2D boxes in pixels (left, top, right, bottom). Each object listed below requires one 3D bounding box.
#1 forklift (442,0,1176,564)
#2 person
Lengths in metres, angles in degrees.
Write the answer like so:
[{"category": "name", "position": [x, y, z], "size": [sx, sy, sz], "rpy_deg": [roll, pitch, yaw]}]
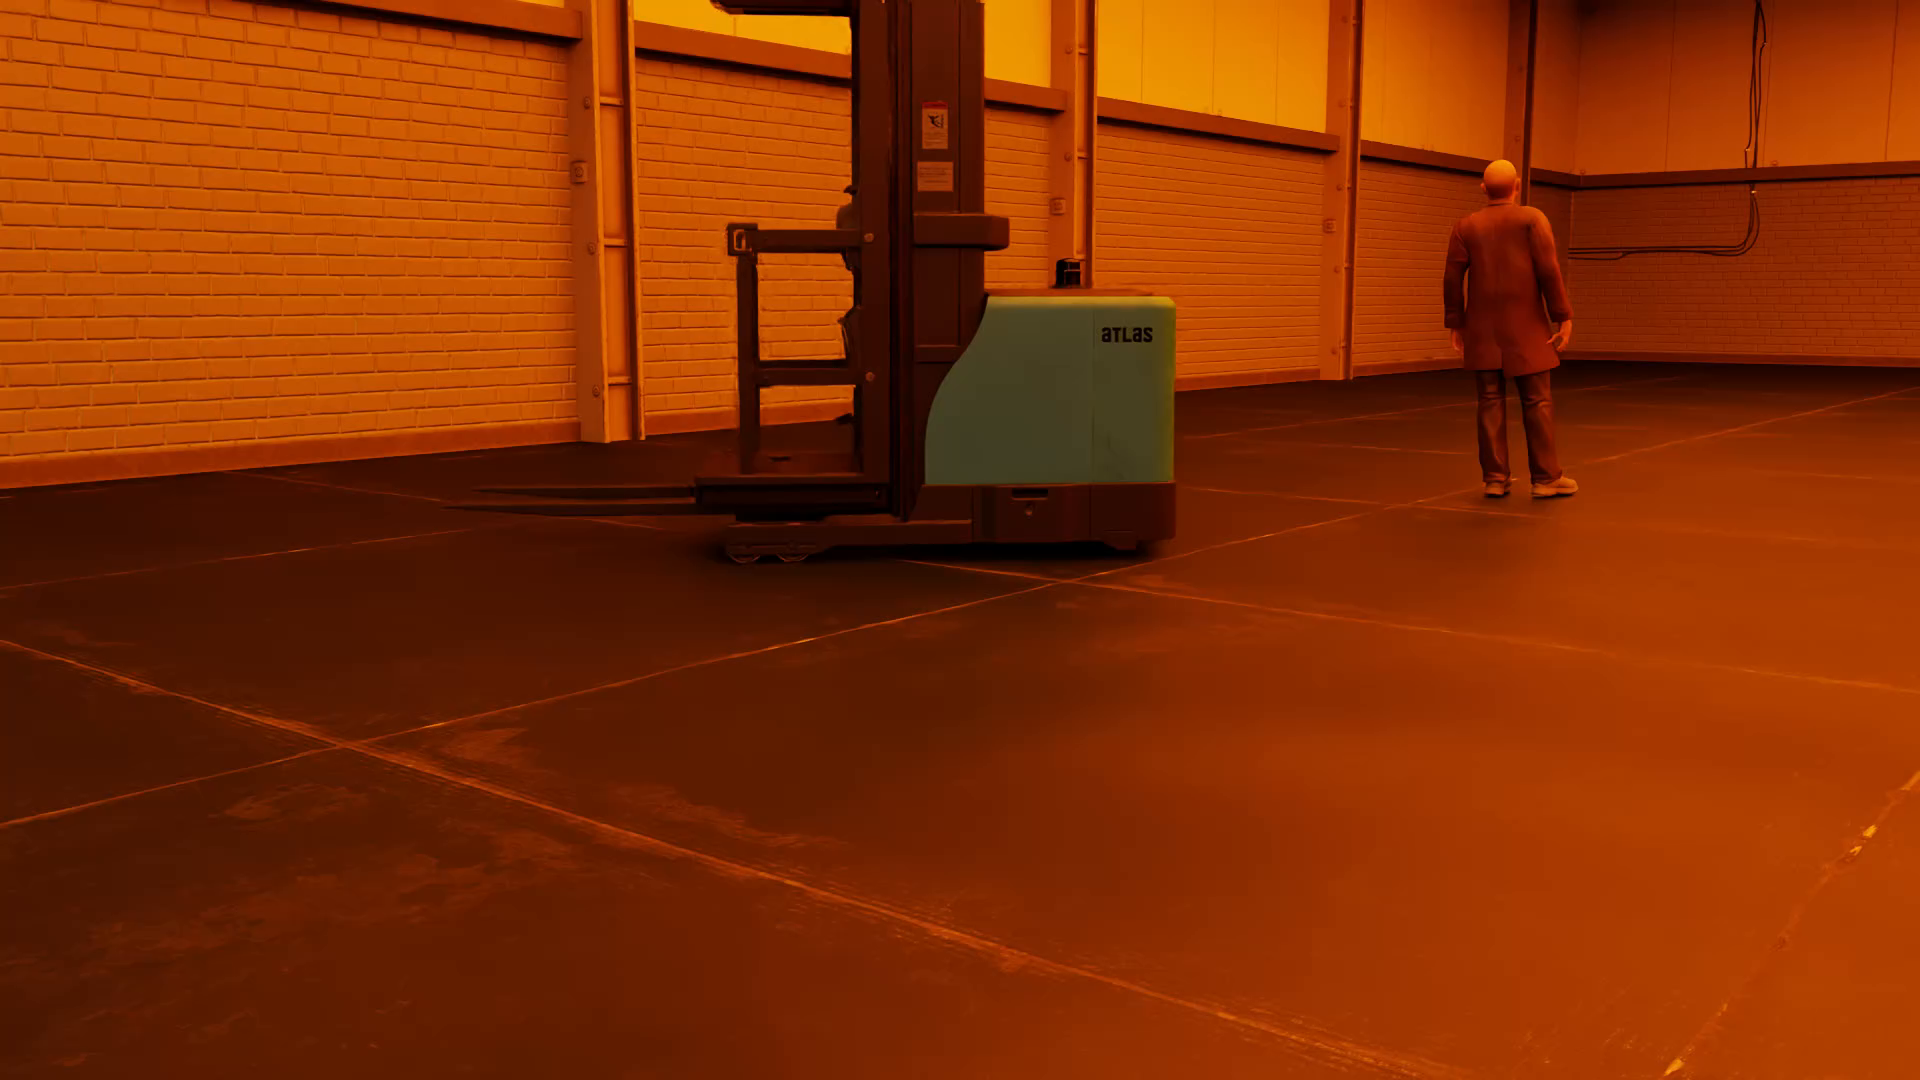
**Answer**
[{"category": "forklift", "position": [-0.643, -1.434, 7.084], "size": [3.031, 2.935, 1.130], "rpy_deg": [-1, 8, -5]}, {"category": "person", "position": [2.977, -1.136, 8.972], "size": [0.698, 1.777, 0.580], "rpy_deg": [7, 11, 38]}]
